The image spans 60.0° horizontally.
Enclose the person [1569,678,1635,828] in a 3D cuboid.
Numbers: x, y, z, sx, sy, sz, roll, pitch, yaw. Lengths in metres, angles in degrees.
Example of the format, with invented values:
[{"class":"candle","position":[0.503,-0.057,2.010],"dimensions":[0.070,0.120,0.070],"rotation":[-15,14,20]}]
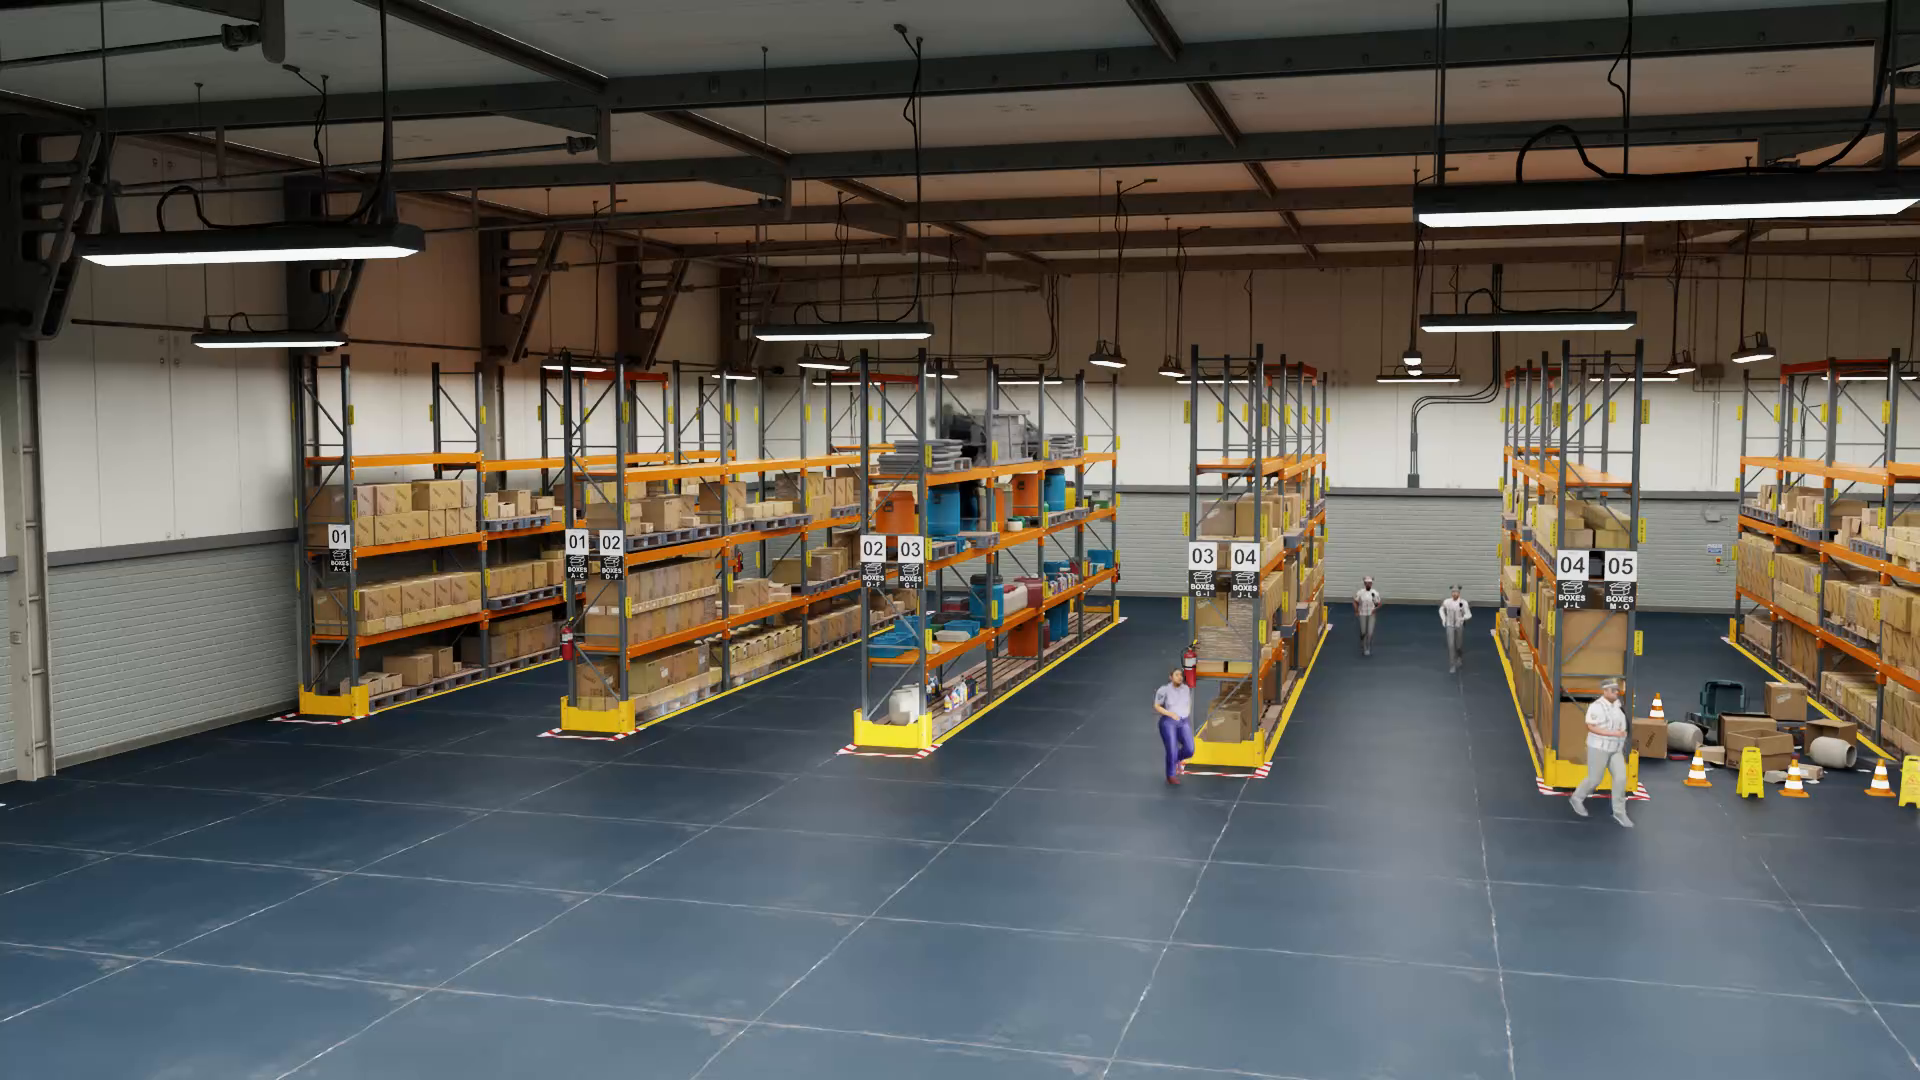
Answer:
[{"class":"person","position":[7.936,2.588,20.493],"dimensions":[0.682,1.838,0.841],"rotation":[-2,5,-28]}]

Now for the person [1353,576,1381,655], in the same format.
[{"class":"person","position":[8.513,1.576,34.772],"dimensions":[0.575,1.657,0.559],"rotation":[1,4,12]}]

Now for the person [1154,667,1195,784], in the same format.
[{"class":"person","position":[2.932,2.521,22.557],"dimensions":[0.606,1.583,0.552],"rotation":[-2,5,-20]}]

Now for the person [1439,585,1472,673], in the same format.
[{"class":"person","position":[9.709,1.714,32.628],"dimensions":[0.619,1.703,0.775],"rotation":[1,5,19]}]
